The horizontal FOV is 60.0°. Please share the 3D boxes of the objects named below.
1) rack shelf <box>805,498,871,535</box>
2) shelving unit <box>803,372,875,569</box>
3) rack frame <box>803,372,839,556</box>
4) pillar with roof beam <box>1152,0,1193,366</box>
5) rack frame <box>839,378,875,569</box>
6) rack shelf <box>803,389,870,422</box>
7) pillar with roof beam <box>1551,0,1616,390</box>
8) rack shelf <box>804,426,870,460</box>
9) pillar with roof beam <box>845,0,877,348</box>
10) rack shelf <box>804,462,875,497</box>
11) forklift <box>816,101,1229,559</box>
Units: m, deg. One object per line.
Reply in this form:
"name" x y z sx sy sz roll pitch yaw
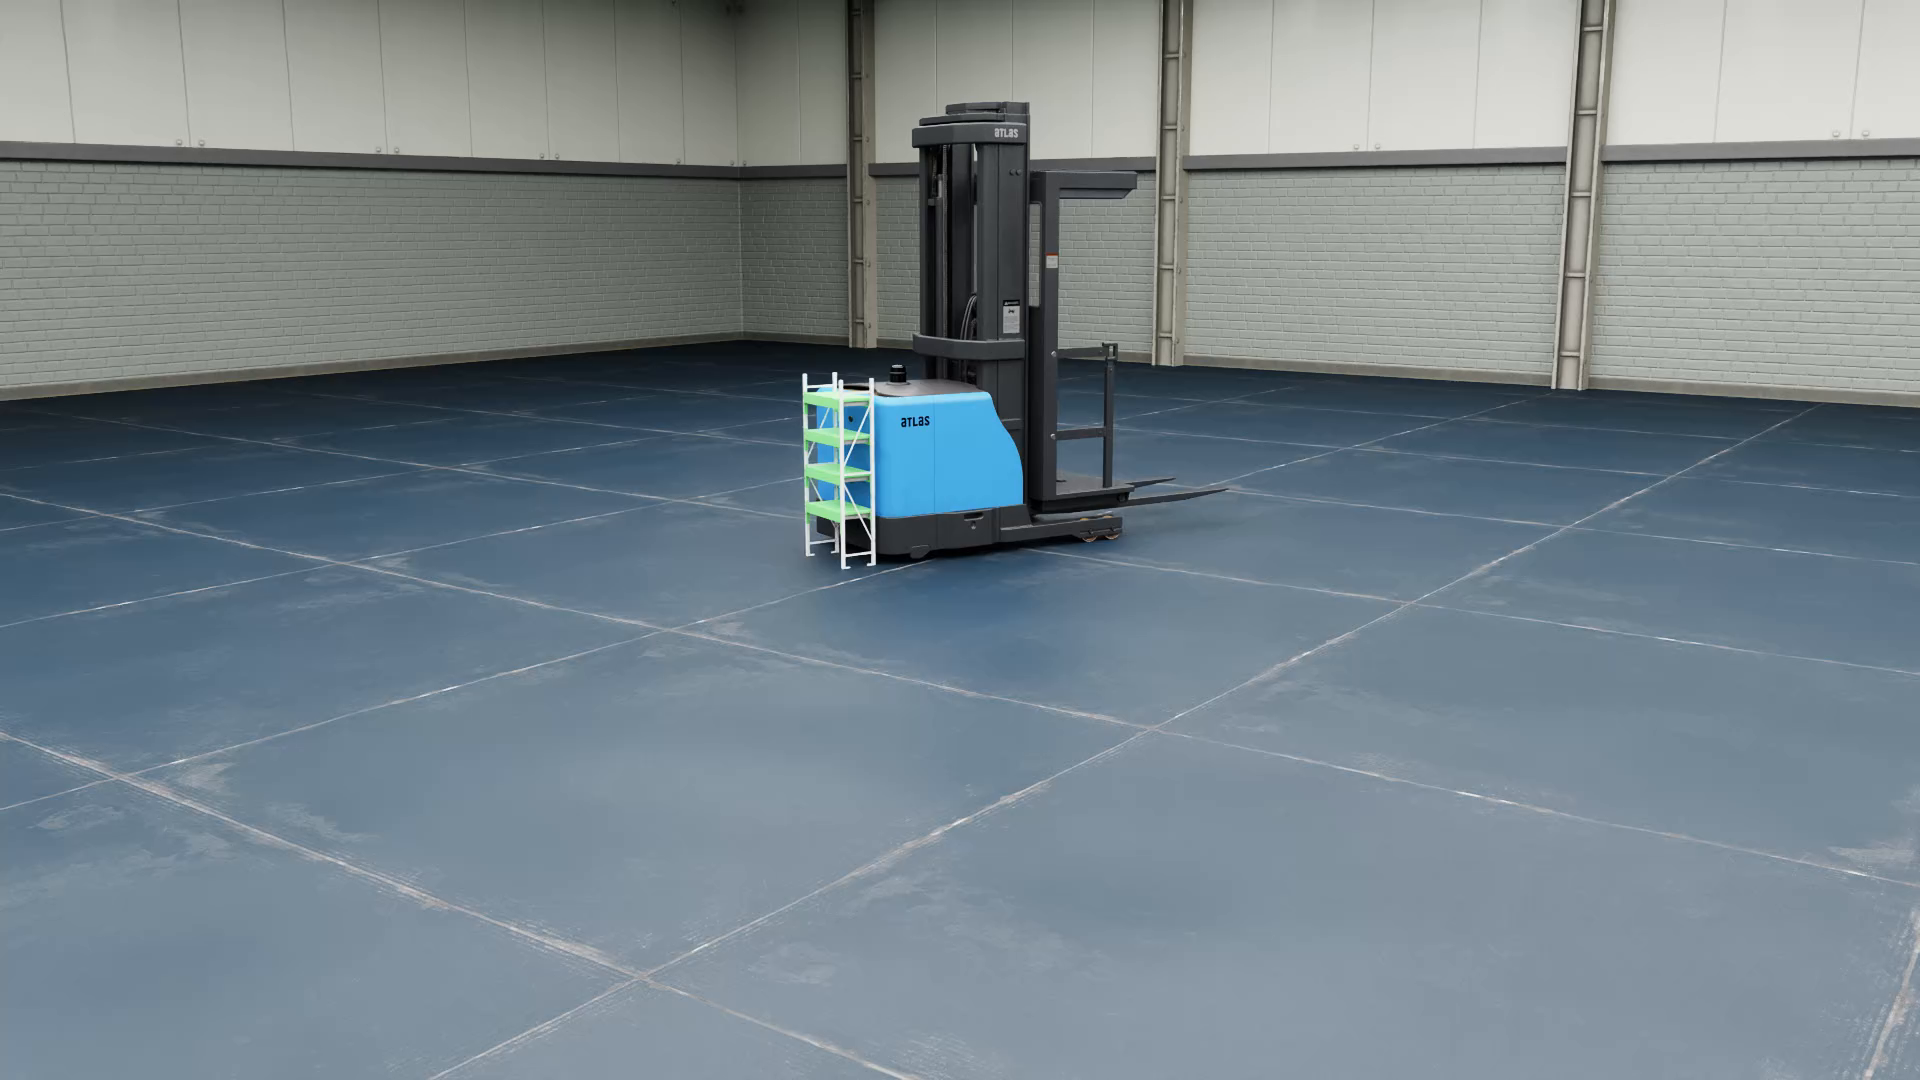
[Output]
"rack shelf" -0.781 -0.157 10.783 0.258 0.148 0.480 -7 13 -32
"shelving unit" -0.781 -0.456 10.725 0.258 1.200 0.503 -7 13 -32
"rack frame" -0.912 -0.495 10.927 0.240 1.200 0.015 -7 13 -32
"pillar with roof beam" 0.614 -6.423 21.037 0.400 9.000 9.100 8 13 36
"rack frame" -0.649 -0.416 10.523 0.240 1.200 0.015 -7 13 -32
"rack shelf" -0.781 -0.864 10.646 0.258 0.148 0.480 -7 13 -32
"pillar with roof beam" 5.450 -5.748 17.550 0.400 9.000 9.100 8 13 36
"rack shelf" -0.781 -0.628 10.692 0.258 0.148 0.480 -7 13 -32
"pillar with roof beam" -4.222 -7.097 24.524 0.400 9.000 9.100 8 13 36
"rack shelf" -0.781 -0.393 10.737 0.258 0.148 0.480 -7 13 -32
"forklift" 0.535 -1.502 11.579 3.031 2.935 1.130 -7 13 -31
